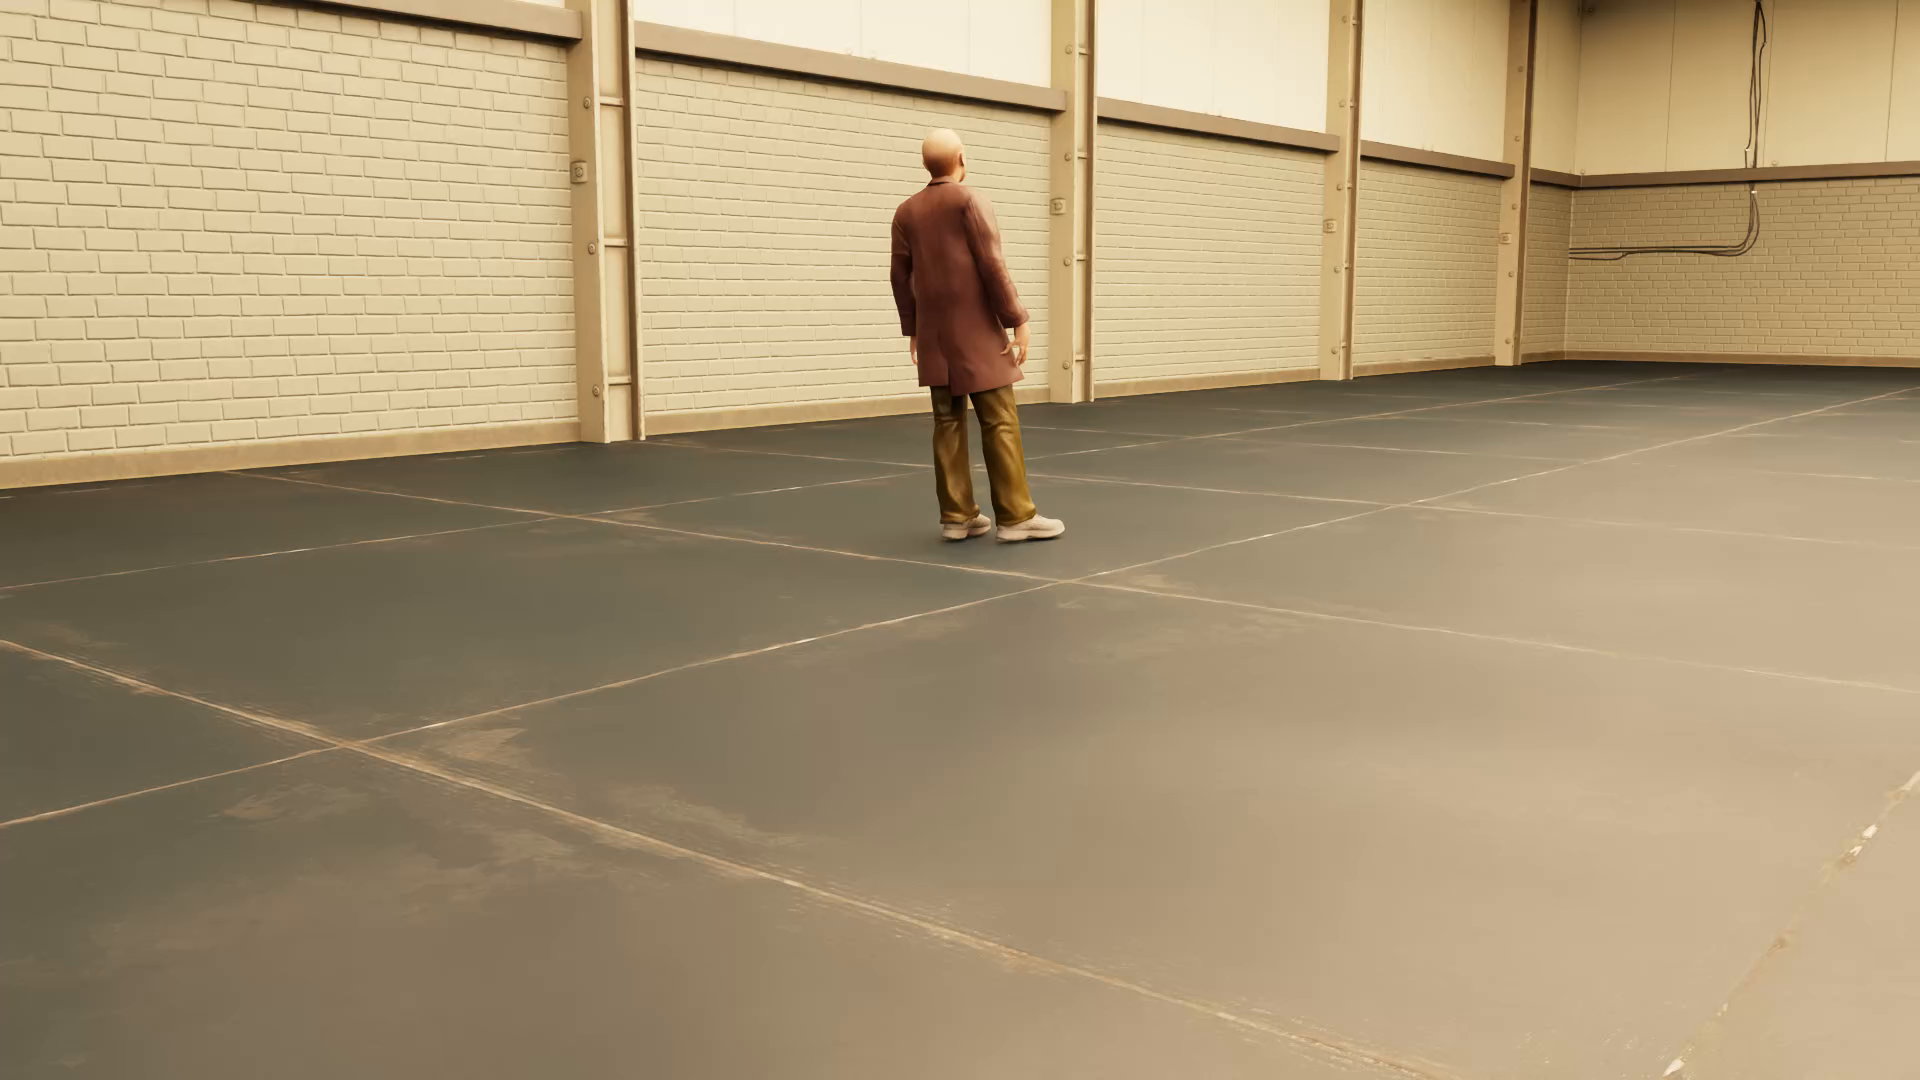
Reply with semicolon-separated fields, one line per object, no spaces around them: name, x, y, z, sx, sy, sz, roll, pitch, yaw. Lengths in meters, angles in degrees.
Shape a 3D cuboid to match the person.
person;0.061;-0.897;7.342;0.696;1.776;0.582;7;11;38
